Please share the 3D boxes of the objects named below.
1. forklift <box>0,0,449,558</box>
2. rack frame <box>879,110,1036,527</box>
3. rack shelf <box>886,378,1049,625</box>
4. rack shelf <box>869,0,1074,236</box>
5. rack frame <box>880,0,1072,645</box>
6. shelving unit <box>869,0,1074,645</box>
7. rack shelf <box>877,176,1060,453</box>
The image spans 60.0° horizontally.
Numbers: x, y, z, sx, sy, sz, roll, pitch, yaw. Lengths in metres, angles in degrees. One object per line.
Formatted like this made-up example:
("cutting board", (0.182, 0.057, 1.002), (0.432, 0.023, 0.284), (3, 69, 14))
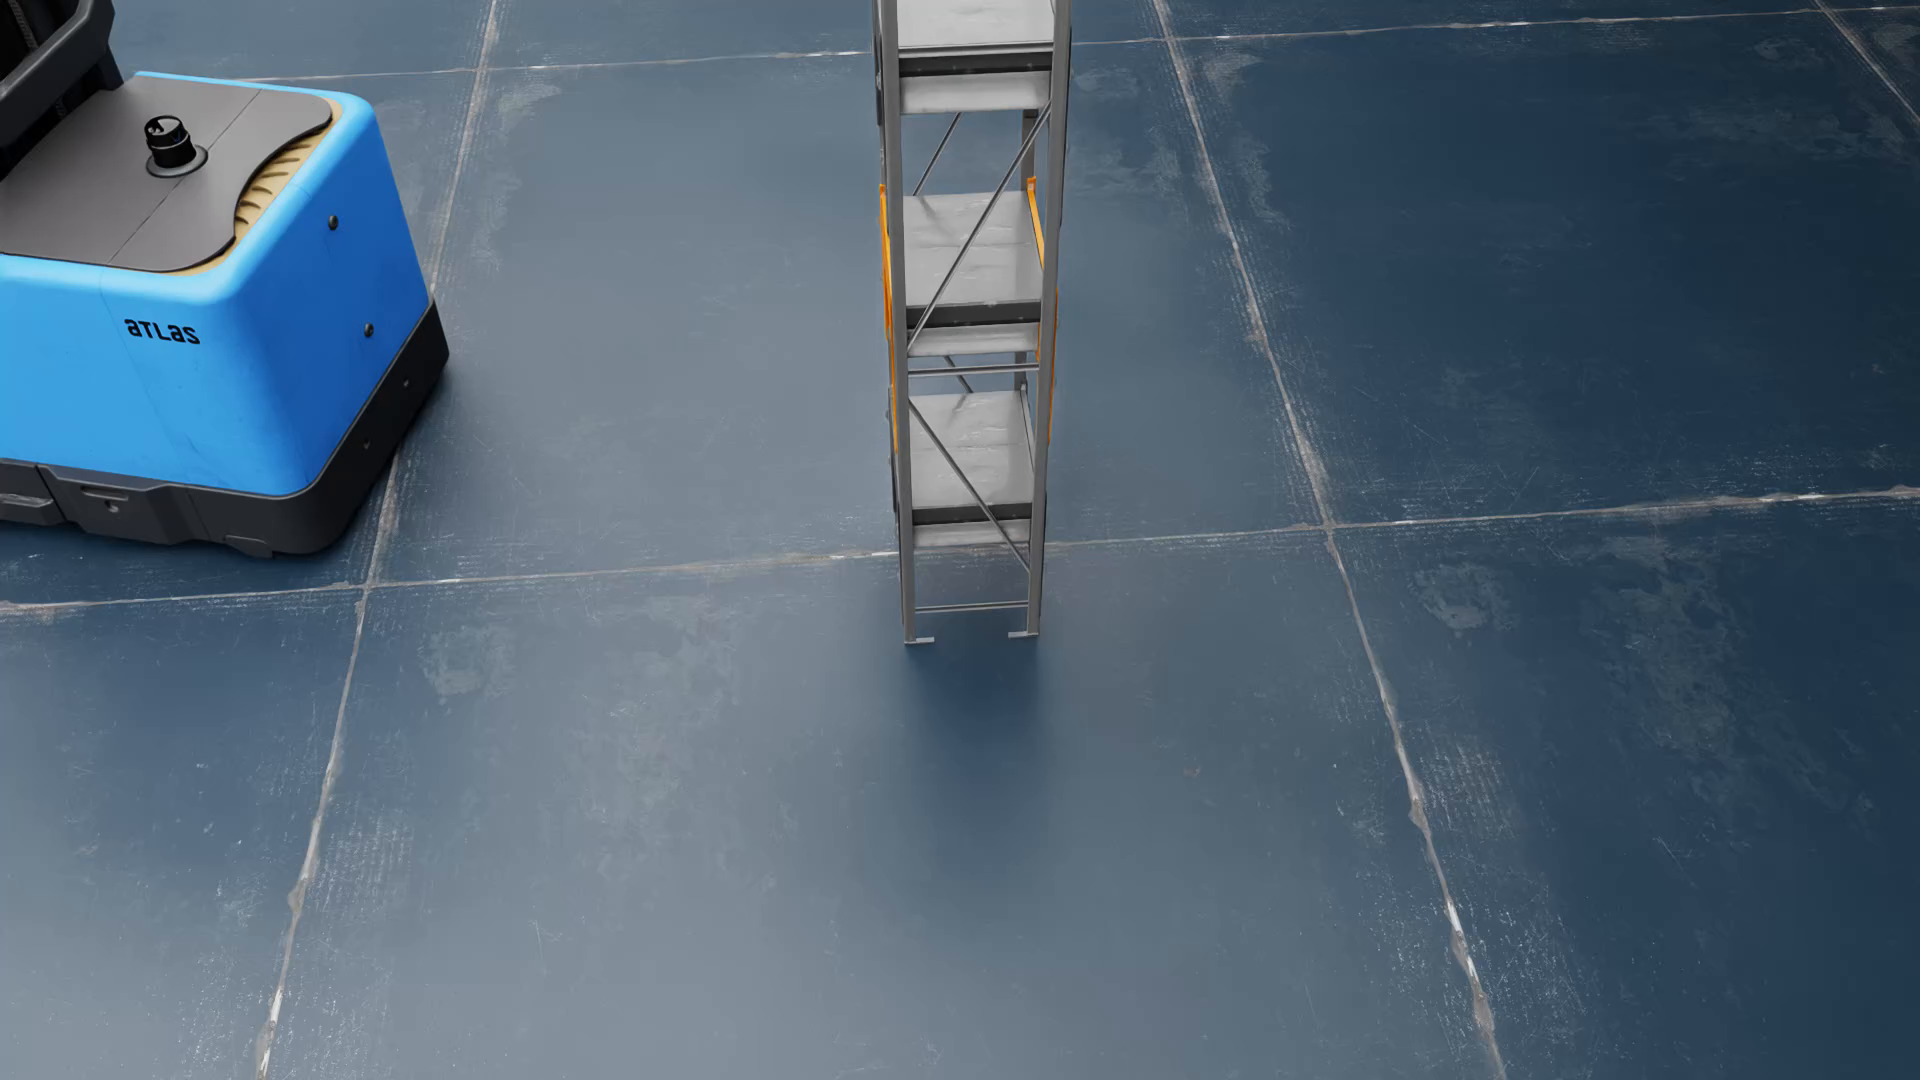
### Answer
("forklift", (-3.334, -1.480, 4.633), (3.031, 2.935, 1.130), (8, 47, 7))
("rack frame", (-0.007, -0.779, 4.541), (0.400, 2.100, 0.015), (-3, 47, -3))
("rack shelf", (0.014, -0.112, 4.892), (0.431, 0.518, 0.480), (-3, 47, -3))
("rack shelf", (0.014, -1.074, 3.876), (0.431, 0.518, 0.480), (-3, 47, -3))
("rack frame", (0.034, -0.426, 4.207), (0.400, 2.100, 0.015), (-3, 47, -3))
("shelving unit", (0.014, -0.602, 4.374), (0.431, 2.100, 0.503), (-3, 47, -3))
("rack shelf", (0.014, -0.593, 4.384), (0.431, 0.518, 0.480), (-3, 47, -3))
